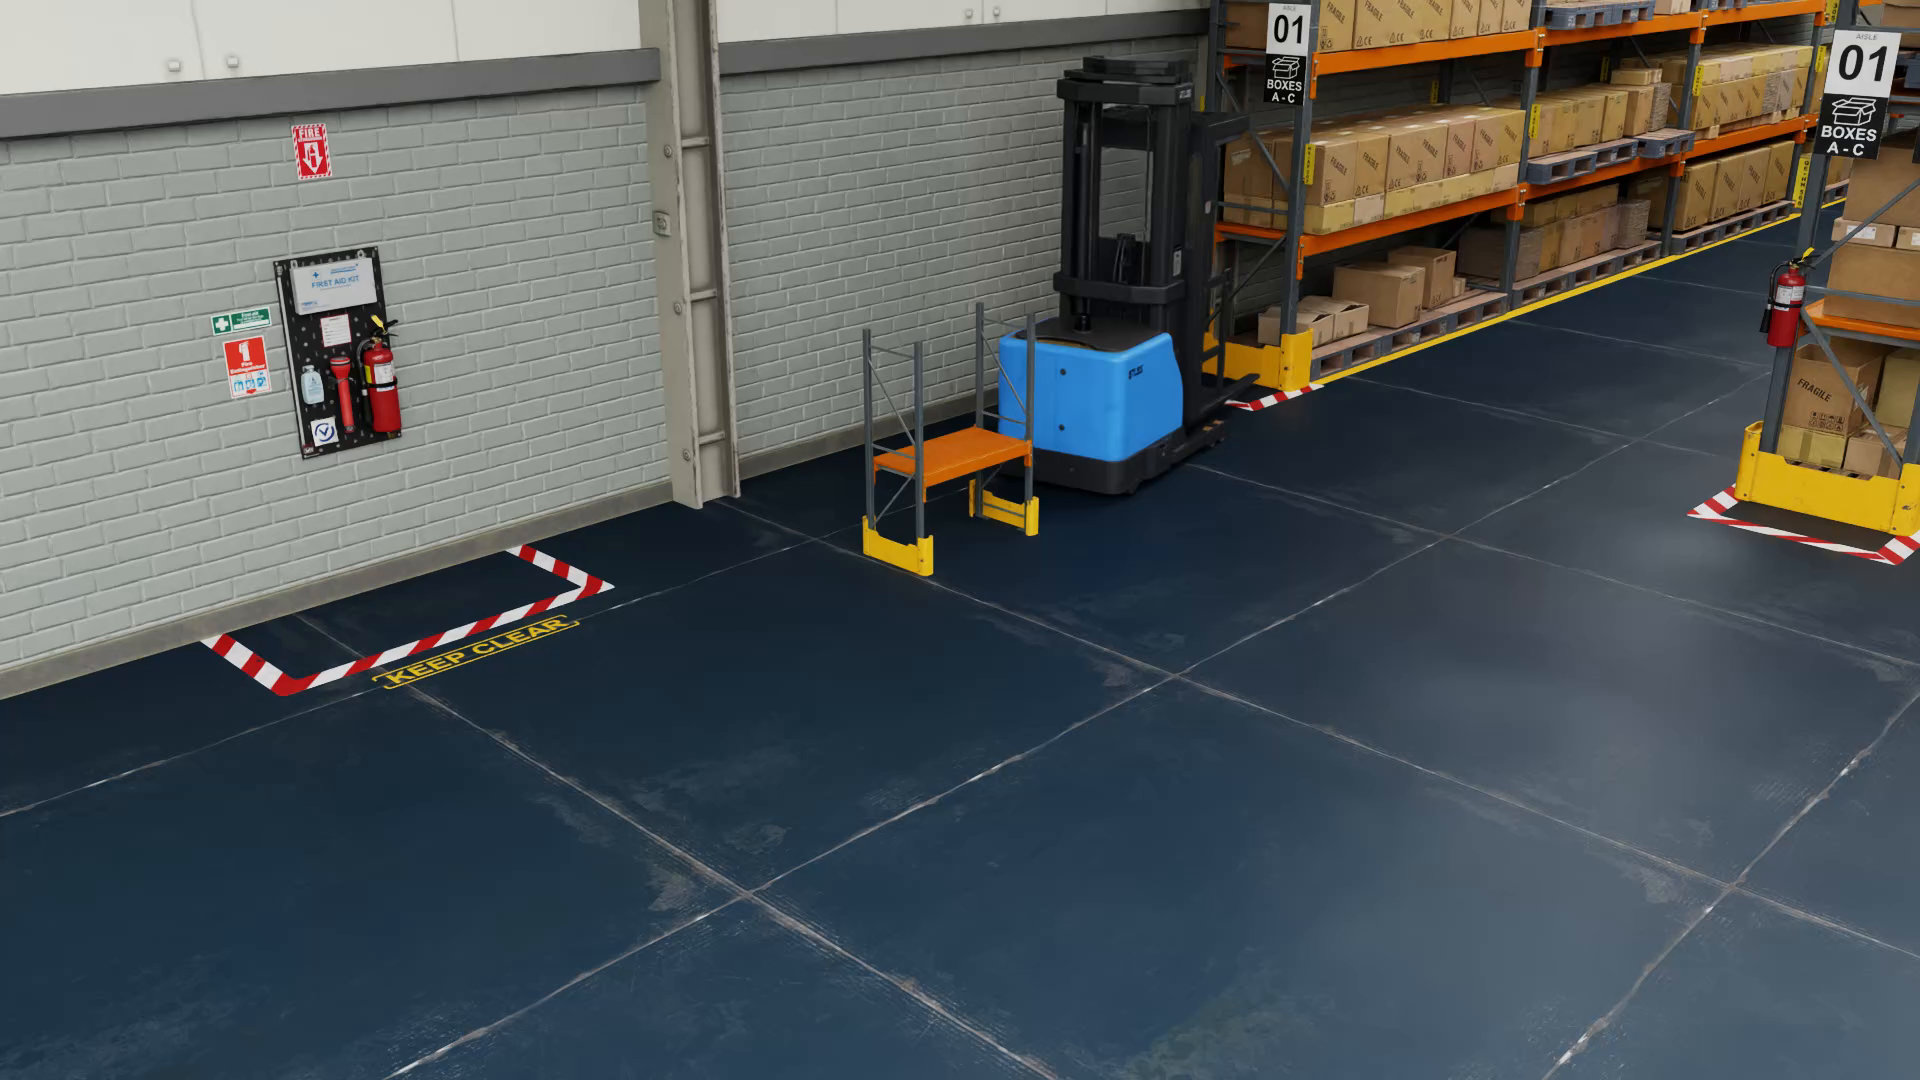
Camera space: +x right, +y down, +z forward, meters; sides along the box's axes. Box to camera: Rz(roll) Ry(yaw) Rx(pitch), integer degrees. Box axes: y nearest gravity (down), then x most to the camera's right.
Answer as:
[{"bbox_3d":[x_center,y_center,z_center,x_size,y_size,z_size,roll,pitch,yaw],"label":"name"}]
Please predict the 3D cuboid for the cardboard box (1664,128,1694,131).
[{"bbox_3d":[8.481,-4.824,19.767,0.380,0.149,0.250,19,28,40],"label":"cardboard box"}]

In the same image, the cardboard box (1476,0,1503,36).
[{"bbox_3d":[4.758,-5.015,15.593,0.500,0.500,0.500,16,26,36],"label":"cardboard box"}]

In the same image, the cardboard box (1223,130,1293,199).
[{"bbox_3d":[2.681,-3.313,14.648,0.500,0.500,0.500,19,28,40],"label":"cardboard box"}]

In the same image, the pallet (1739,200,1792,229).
[{"bbox_3d":[10.392,-4.415,22.266,1.003,0.211,1.213,19,28,41],"label":"pallet"}]

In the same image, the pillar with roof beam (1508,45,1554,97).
[{"bbox_3d":[9.644,-6.511,15.470,9.100,9.000,0.400,19,28,41],"label":"pillar with roof beam"}]

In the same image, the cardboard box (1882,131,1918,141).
[{"bbox_3d":[6.791,-2.529,11.527,0.700,0.500,0.500,18,28,39],"label":"cardboard box"}]

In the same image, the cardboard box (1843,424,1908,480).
[{"bbox_3d":[6.590,-0.605,11.714,0.500,0.250,0.500,19,28,41],"label":"cardboard box"}]

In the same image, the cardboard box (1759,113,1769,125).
[{"bbox_3d":[10.111,-5.413,21.299,0.380,0.149,0.250,19,28,41],"label":"cardboard box"}]

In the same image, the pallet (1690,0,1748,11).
[{"bbox_3d":[8.497,-6.396,19.617,1.003,0.211,1.213,-19,28,-40],"label":"pallet"}]

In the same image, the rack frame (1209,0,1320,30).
[{"bbox_3d":[2.505,-5.649,13.230,1.000,3.000,0.127,19,28,41],"label":"rack frame"}]

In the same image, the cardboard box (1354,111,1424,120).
[{"bbox_3d":[4.103,-3.839,16.018,0.500,0.500,0.500,-19,28,-41],"label":"cardboard box"}]

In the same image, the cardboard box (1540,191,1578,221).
[{"bbox_3d":[6.462,-3.708,18.366,0.500,0.250,0.500,18,28,39],"label":"cardboard box"}]

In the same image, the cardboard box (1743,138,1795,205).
[{"bbox_3d":[10.516,-4.927,22.122,0.750,0.750,0.750,20,28,41],"label":"cardboard box"}]

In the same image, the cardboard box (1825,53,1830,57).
[{"bbox_3d":[11.779,-6.395,23.114,0.980,0.700,0.700,18,28,39],"label":"cardboard box"}]

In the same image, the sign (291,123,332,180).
[{"bbox_3d":[-3.640,-2.182,9.340,0.001,0.298,0.199,19,28,41],"label":"sign"}]

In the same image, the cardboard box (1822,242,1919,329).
[{"bbox_3d":[6.392,-1.774,11.369,0.700,0.500,0.500,19,28,41],"label":"cardboard box"}]

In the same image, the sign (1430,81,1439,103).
[{"bbox_3d":[4.895,-4.556,17.132,0.100,0.325,0.005,19,28,41],"label":"sign"}]

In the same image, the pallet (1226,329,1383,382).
[{"bbox_3d":[3.150,-1.767,15.377,1.003,0.211,1.213,19,28,41],"label":"pallet"}]

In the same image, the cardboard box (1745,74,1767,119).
[{"bbox_3d":[9.685,-5.556,20.768,0.500,0.500,0.500,-19,28,-41],"label":"cardboard box"}]

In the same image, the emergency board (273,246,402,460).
[{"bbox_3d":[-3.563,-1.077,9.697,0.194,1.169,0.643,19,28,41],"label":"emergency board"}]

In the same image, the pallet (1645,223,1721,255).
[{"bbox_3d":[8.690,-3.788,20.635,1.003,0.211,1.213,19,28,41],"label":"pallet"}]

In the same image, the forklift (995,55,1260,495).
[{"bbox_3d":[1.465,-2.166,12.626,1.130,2.935,3.031,13,24,30],"label":"forklift"}]

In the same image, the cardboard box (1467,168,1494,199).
[{"bbox_3d":[4.829,-3.493,16.162,0.500,0.250,0.500,19,28,41],"label":"cardboard box"}]

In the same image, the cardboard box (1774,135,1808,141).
[{"bbox_3d":[11.777,-5.648,23.584,0.380,0.149,0.250,18,27,39],"label":"cardboard box"}]

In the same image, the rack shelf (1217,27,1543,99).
[{"bbox_3d":[3.900,-4.427,15.234,1.077,0.370,4.000,19,28,41],"label":"rack shelf"}]

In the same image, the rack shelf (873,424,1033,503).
[{"bbox_3d":[-0.060,-0.510,10.813,0.538,0.185,1.000,19,28,41],"label":"rack shelf"}]

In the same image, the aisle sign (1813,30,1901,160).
[{"bbox_3d":[5.800,-2.880,10.764,0.394,0.787,0.004,19,28,41],"label":"aisle sign"}]

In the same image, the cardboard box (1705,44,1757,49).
[{"bbox_3d":[10.008,-6.289,21.630,0.500,0.250,0.500,20,28,41],"label":"cardboard box"}]

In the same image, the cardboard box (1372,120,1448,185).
[{"bbox_3d":[4.122,-3.577,15.337,0.500,0.500,0.500,-19,28,-40],"label":"cardboard box"}]

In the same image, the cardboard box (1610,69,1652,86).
[{"bbox_3d":[7.653,-5.278,18.968,0.380,0.149,0.250,14,25,32],"label":"cardboard box"}]

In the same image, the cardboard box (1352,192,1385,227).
[{"bbox_3d":[3.425,-2.971,14.805,0.500,0.250,0.500,18,28,39],"label":"cardboard box"}]

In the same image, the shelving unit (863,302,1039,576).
[{"bbox_3d":[-0.053,-0.680,10.755,0.587,1.500,1.083,19,28,41],"label":"shelving unit"}]

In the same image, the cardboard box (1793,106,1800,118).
[{"bbox_3d":[10.843,-5.668,21.962,0.380,0.149,0.250,20,28,41],"label":"cardboard box"}]

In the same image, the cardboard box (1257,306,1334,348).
[{"bbox_3d":[3.052,-1.955,15.113,0.500,0.311,0.500,15,26,35],"label":"cardboard box"}]

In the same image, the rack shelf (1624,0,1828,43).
[{"bbox_3d":[9.481,-6.484,20.585,1.077,0.370,4.000,19,28,41],"label":"rack shelf"}]

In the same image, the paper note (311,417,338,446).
[{"bbox_3d":[-3.736,-0.638,9.781,0.016,0.148,0.142,19,28,41],"label":"paper note"}]

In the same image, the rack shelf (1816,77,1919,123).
[{"bbox_3d":[7.452,-3.189,12.011,1.077,0.370,4.000,19,28,41],"label":"rack shelf"}]

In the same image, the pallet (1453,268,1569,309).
[{"bbox_3d":[5.837,-2.776,18.003,1.003,0.211,1.213,19,28,41],"label":"pallet"}]

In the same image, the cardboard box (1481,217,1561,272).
[{"bbox_3d":[6.121,-3.254,18.232,0.700,0.500,0.500,19,28,40],"label":"cardboard box"}]

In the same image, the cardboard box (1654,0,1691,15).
[{"bbox_3d":[7.777,-6.021,18.473,0.500,0.311,0.500,19,28,41],"label":"cardboard box"}]

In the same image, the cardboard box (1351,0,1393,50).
[{"bbox_3d":[3.318,-4.458,14.143,0.500,0.500,0.500,-18,27,-39],"label":"cardboard box"}]

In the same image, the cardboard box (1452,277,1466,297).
[{"bbox_3d":[4.944,-2.615,17.033,0.380,0.166,0.250,15,26,34],"label":"cardboard box"}]

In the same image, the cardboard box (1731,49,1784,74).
[{"bbox_3d":[10.014,-6.034,20.966,0.500,0.250,0.500,-19,28,-41],"label":"cardboard box"}]

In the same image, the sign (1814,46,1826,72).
[{"bbox_3d":[11.272,-6.304,21.791,0.100,0.325,0.005,19,28,41],"label":"sign"}]

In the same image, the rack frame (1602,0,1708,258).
[{"bbox_3d":[8.086,-4.905,19.656,1.000,3.000,0.127,19,28,41],"label":"rack frame"}]

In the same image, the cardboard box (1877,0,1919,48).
[{"bbox_3d":[6.461,-3.466,10.807,0.637,0.503,0.797,-18,27,-38],"label":"cardboard box"}]

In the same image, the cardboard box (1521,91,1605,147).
[{"bbox_3d":[6.507,-4.570,18.032,0.500,0.500,0.700,-16,26,-35],"label":"cardboard box"}]

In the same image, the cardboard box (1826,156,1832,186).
[{"bbox_3d":[11.824,-5.258,23.472,0.700,0.500,0.500,19,28,40],"label":"cardboard box"}]

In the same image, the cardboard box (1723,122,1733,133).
[{"bbox_3d":[9.359,-5.162,20.646,0.250,0.149,0.380,-20,28,-41],"label":"cardboard box"}]

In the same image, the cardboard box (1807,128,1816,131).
[{"bbox_3d":[12.489,-5.911,24.267,0.250,0.149,0.380,-20,28,-41],"label":"cardboard box"}]

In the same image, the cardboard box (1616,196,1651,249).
[{"bbox_3d":[7.621,-3.746,19.510,0.500,0.500,0.700,-20,29,-41],"label":"cardboard box"}]
